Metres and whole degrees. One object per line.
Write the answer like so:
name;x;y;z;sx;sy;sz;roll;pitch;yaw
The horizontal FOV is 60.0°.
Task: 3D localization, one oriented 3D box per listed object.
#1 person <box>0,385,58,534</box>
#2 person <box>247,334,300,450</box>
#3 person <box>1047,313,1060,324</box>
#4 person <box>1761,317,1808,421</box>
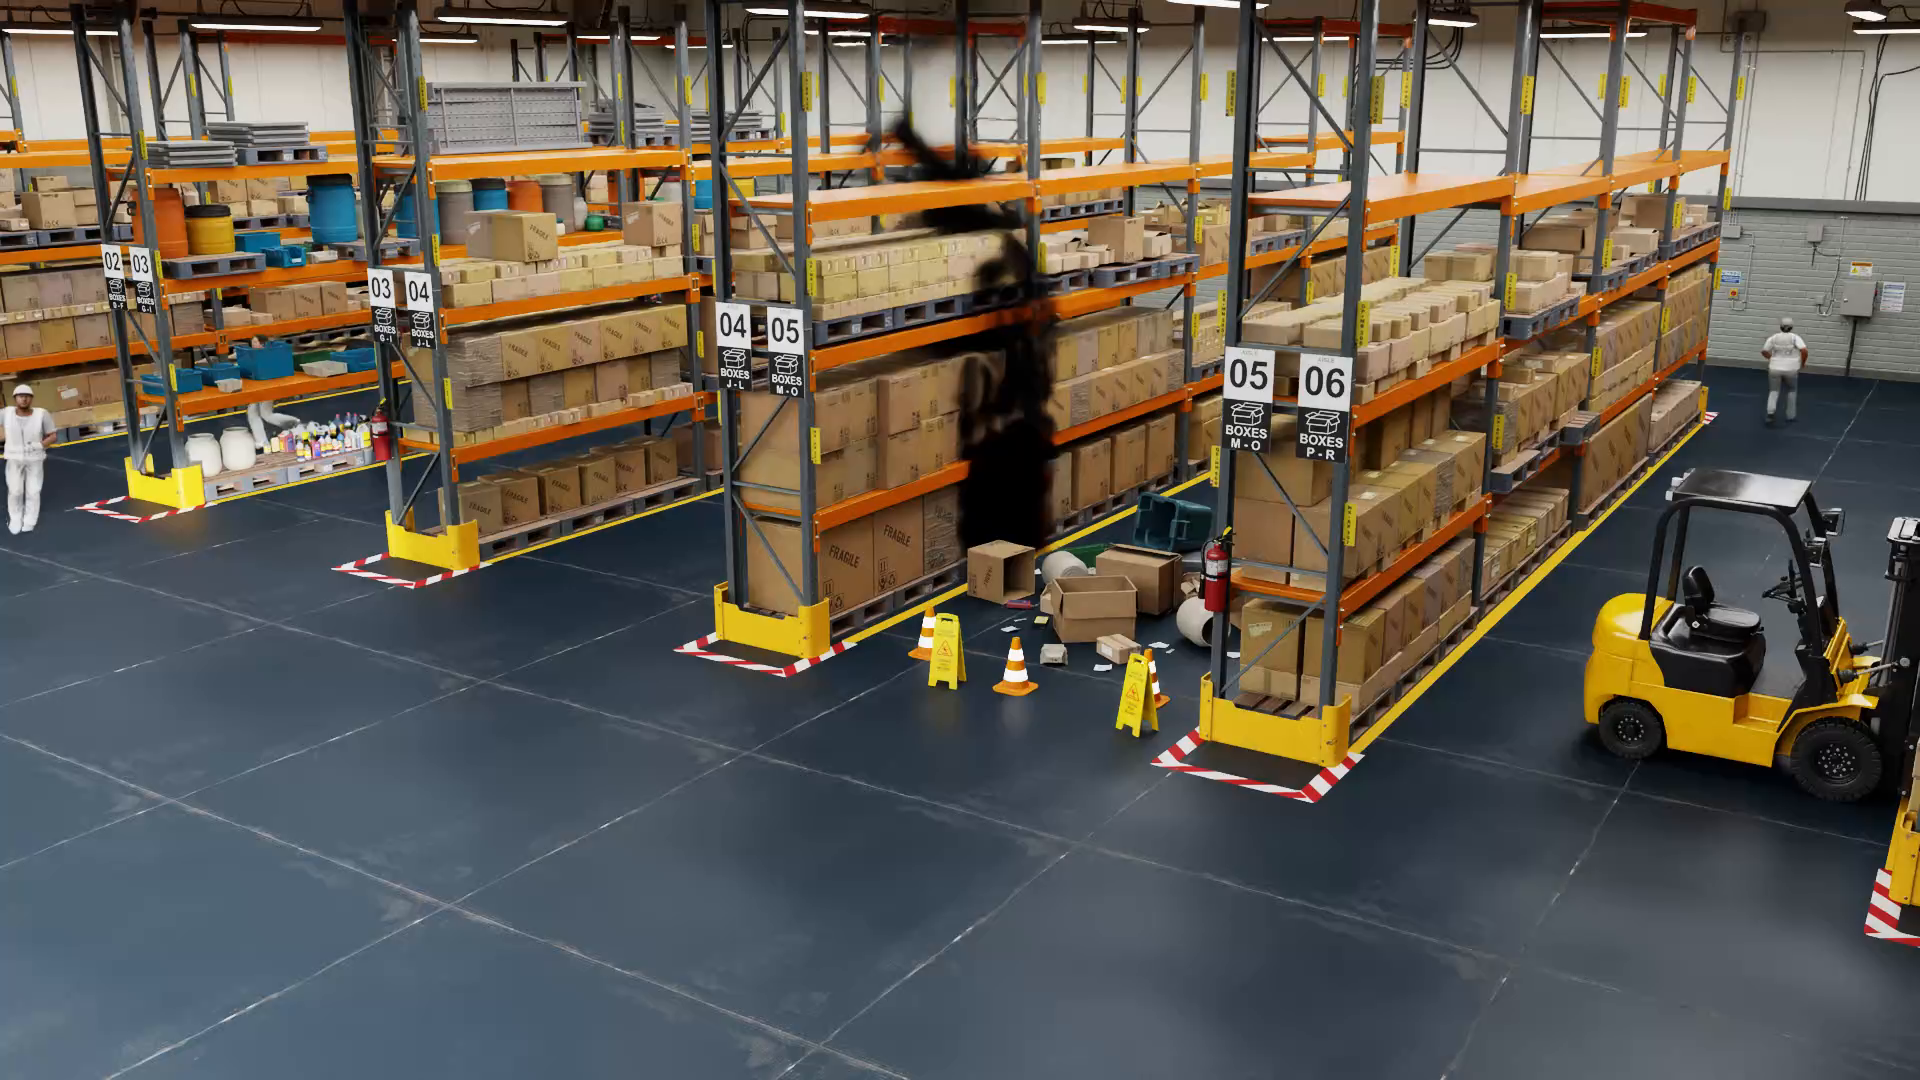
person;-10.854;-0.939;19.329;0.707;1.730;0.600;-9;18;-31
person;-9.943;-2.144;23.842;0.581;1.644;0.813;12;19;36
person;1.428;-2.736;25.819;0.714;1.740;0.856;9;18;29
person;12.677;-2.623;25.597;0.650;1.625;0.859;10;18;31
